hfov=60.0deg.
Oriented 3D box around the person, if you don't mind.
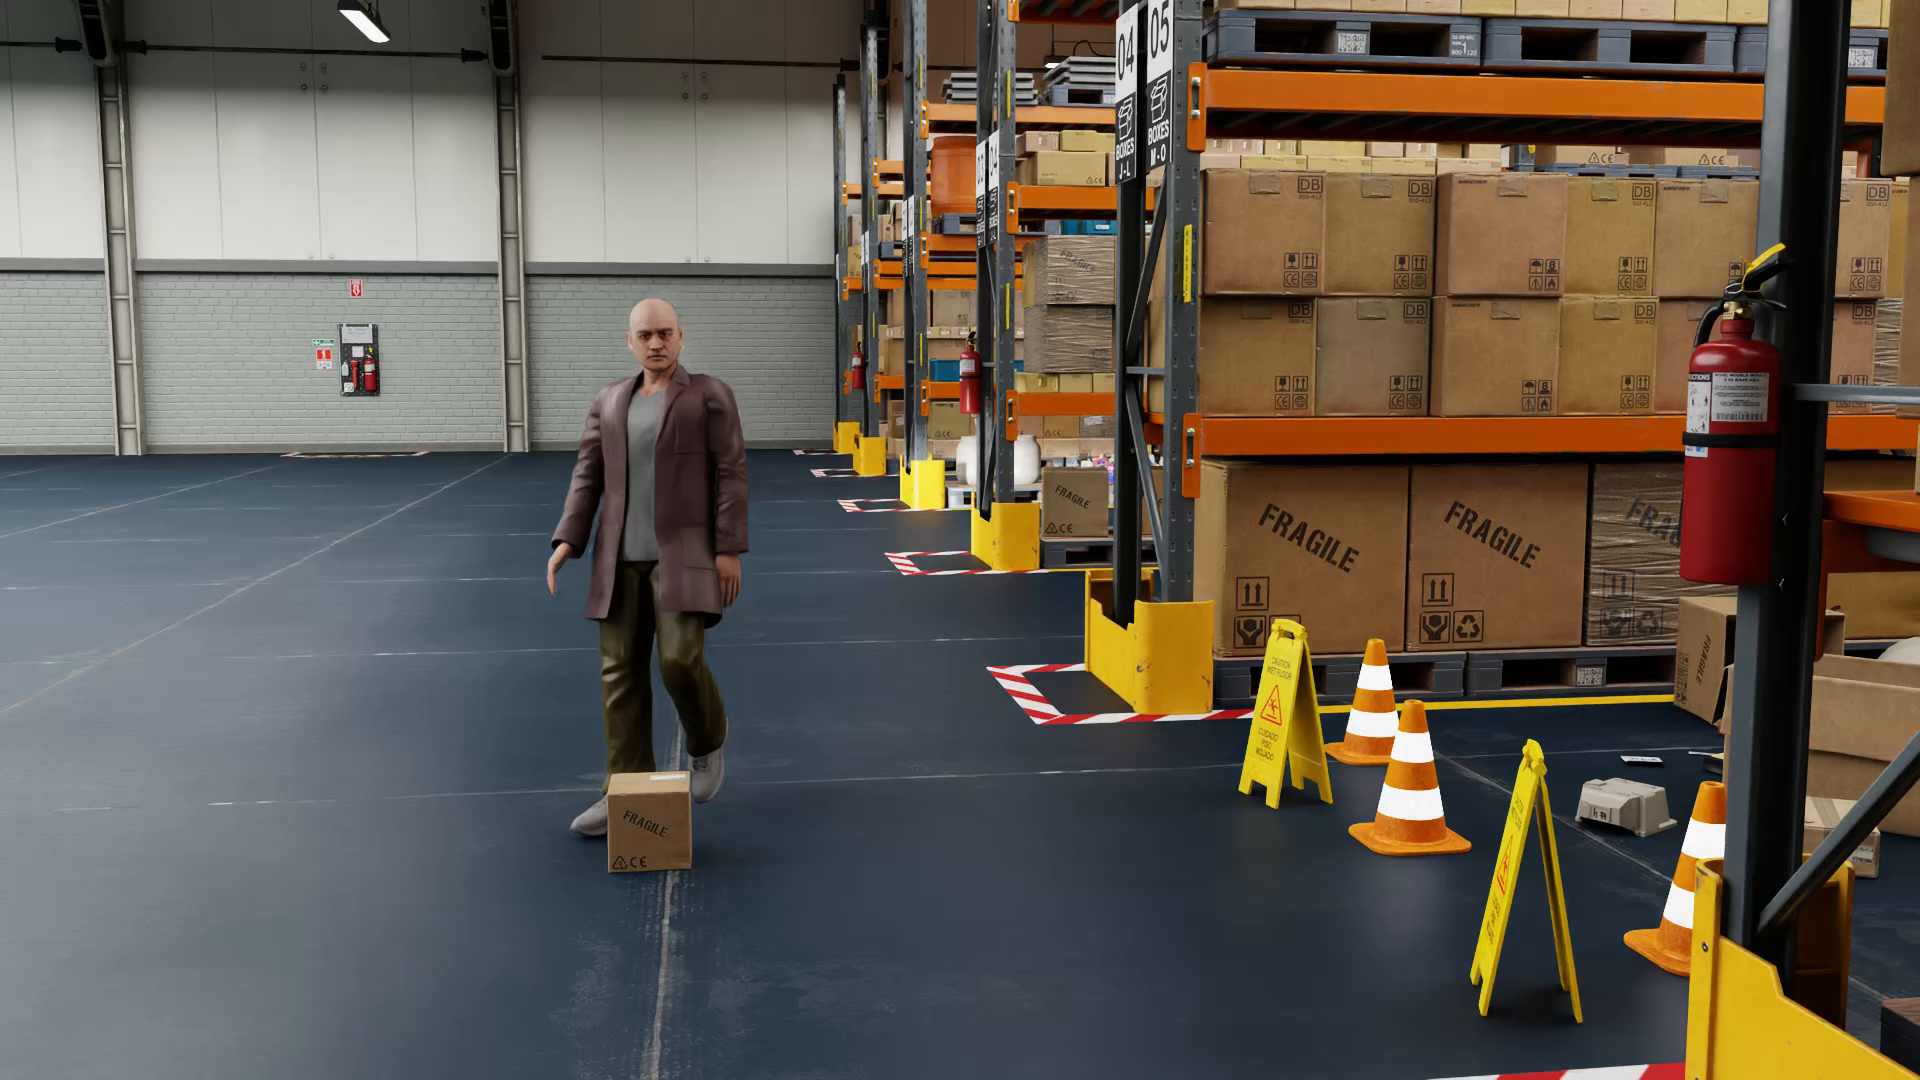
[{"bbox_3d":[-1.056,0.168,5.628,0.654,1.559,0.722,2,7,15],"label":"person"}]
